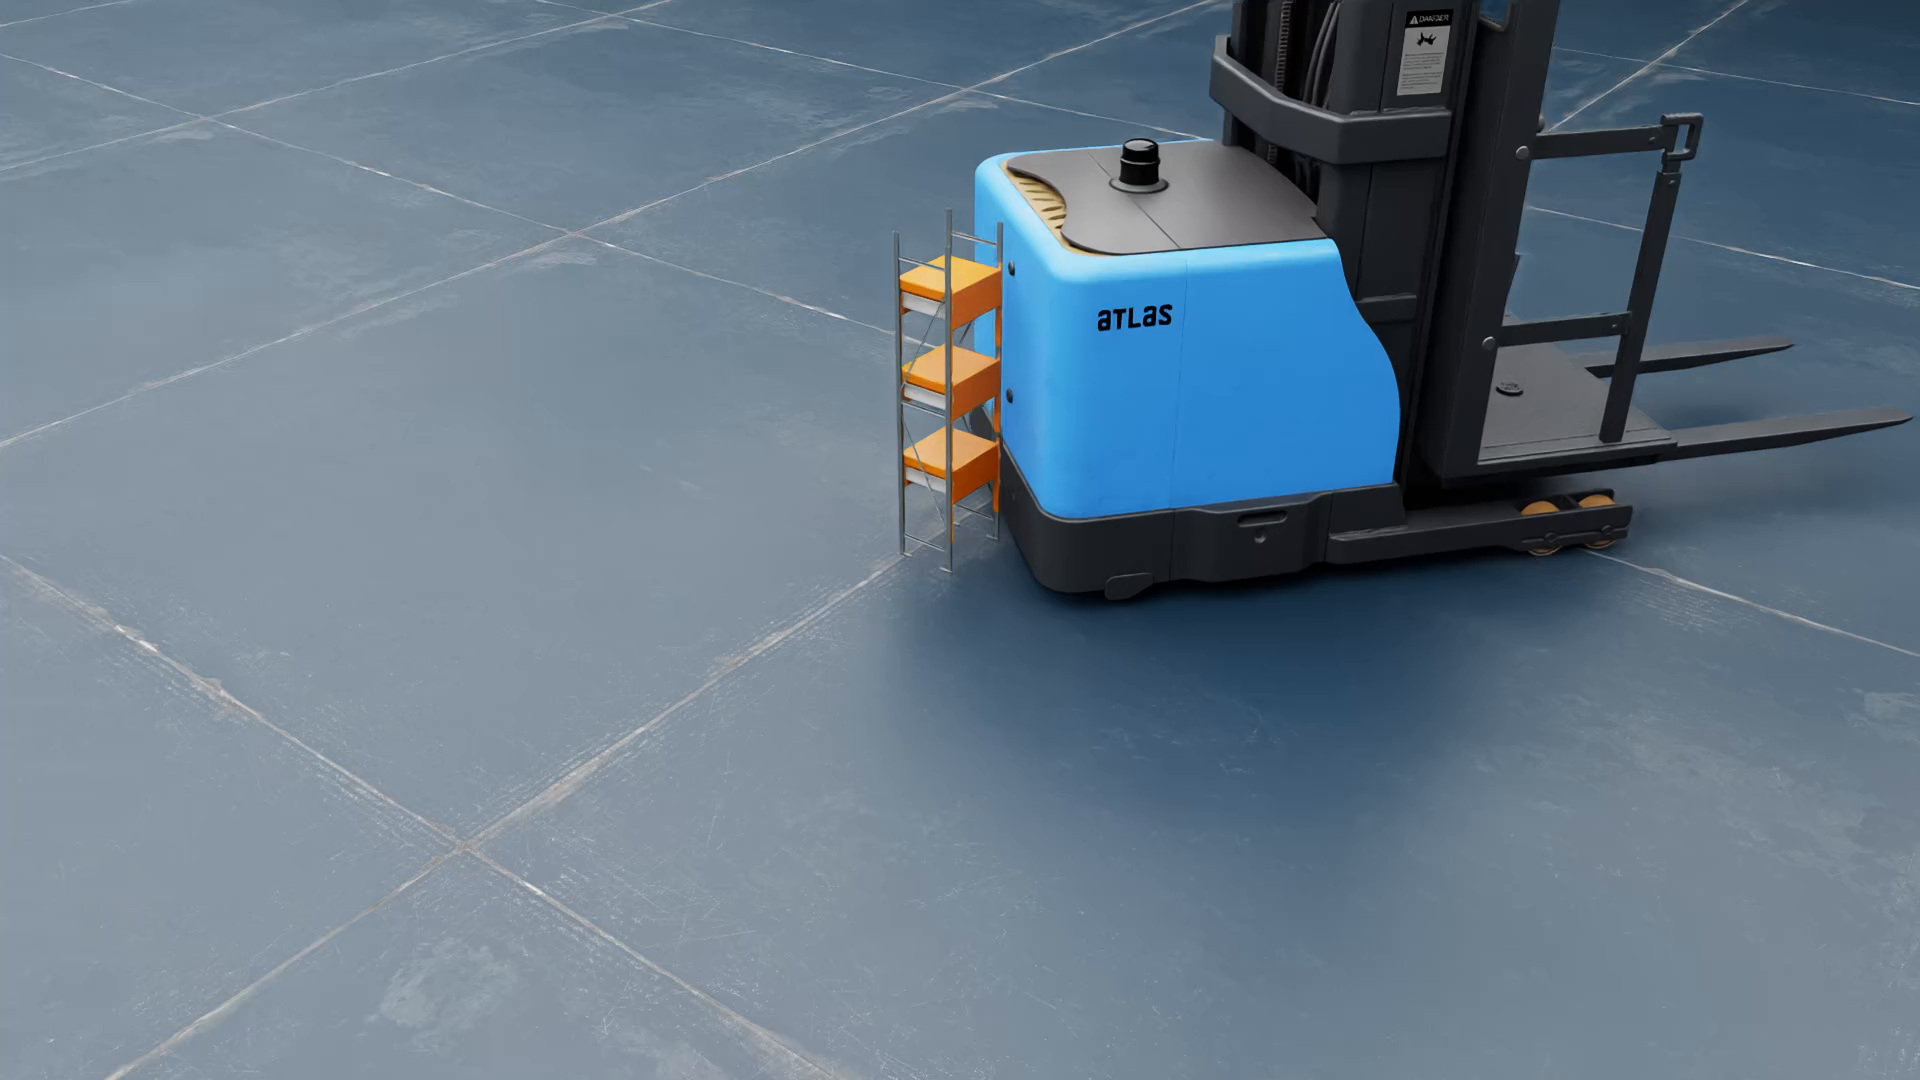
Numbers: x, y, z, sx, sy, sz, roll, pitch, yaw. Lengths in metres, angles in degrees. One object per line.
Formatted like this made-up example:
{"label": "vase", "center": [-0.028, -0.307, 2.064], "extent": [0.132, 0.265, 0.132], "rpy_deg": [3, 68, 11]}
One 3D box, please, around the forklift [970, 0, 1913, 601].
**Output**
{"label": "forklift", "center": [1.605, -1.467, 4.851], "extent": [3.031, 2.935, 1.130], "rpy_deg": [-7, 31, -11]}

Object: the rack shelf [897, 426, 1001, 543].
{"label": "rack shelf", "center": [-0.032, -0.182, 5.093], "extent": [0.215, 0.259, 0.240], "rpy_deg": [21, 37, 31]}

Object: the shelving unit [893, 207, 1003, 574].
{"label": "shelving unit", "center": [-0.032, -0.430, 4.946], "extent": [0.215, 1.050, 0.252], "rpy_deg": [21, 37, 31]}

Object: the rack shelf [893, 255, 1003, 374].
{"label": "rack shelf", "center": [-0.032, -0.665, 4.806], "extent": [0.215, 0.259, 0.240], "rpy_deg": [21, 37, 31]}

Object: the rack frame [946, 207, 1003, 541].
{"label": "rack frame", "center": [0.041, -0.479, 5.029], "extent": [0.200, 1.050, 0.008], "rpy_deg": [21, 37, 31]}

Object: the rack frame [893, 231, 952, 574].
{"label": "rack frame", "center": [-0.106, -0.380, 4.862], "extent": [0.200, 1.050, 0.008], "rpy_deg": [21, 37, 31]}

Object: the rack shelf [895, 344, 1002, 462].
{"label": "rack shelf", "center": [-0.032, -0.421, 4.951], "extent": [0.215, 0.259, 0.240], "rpy_deg": [21, 37, 31]}
